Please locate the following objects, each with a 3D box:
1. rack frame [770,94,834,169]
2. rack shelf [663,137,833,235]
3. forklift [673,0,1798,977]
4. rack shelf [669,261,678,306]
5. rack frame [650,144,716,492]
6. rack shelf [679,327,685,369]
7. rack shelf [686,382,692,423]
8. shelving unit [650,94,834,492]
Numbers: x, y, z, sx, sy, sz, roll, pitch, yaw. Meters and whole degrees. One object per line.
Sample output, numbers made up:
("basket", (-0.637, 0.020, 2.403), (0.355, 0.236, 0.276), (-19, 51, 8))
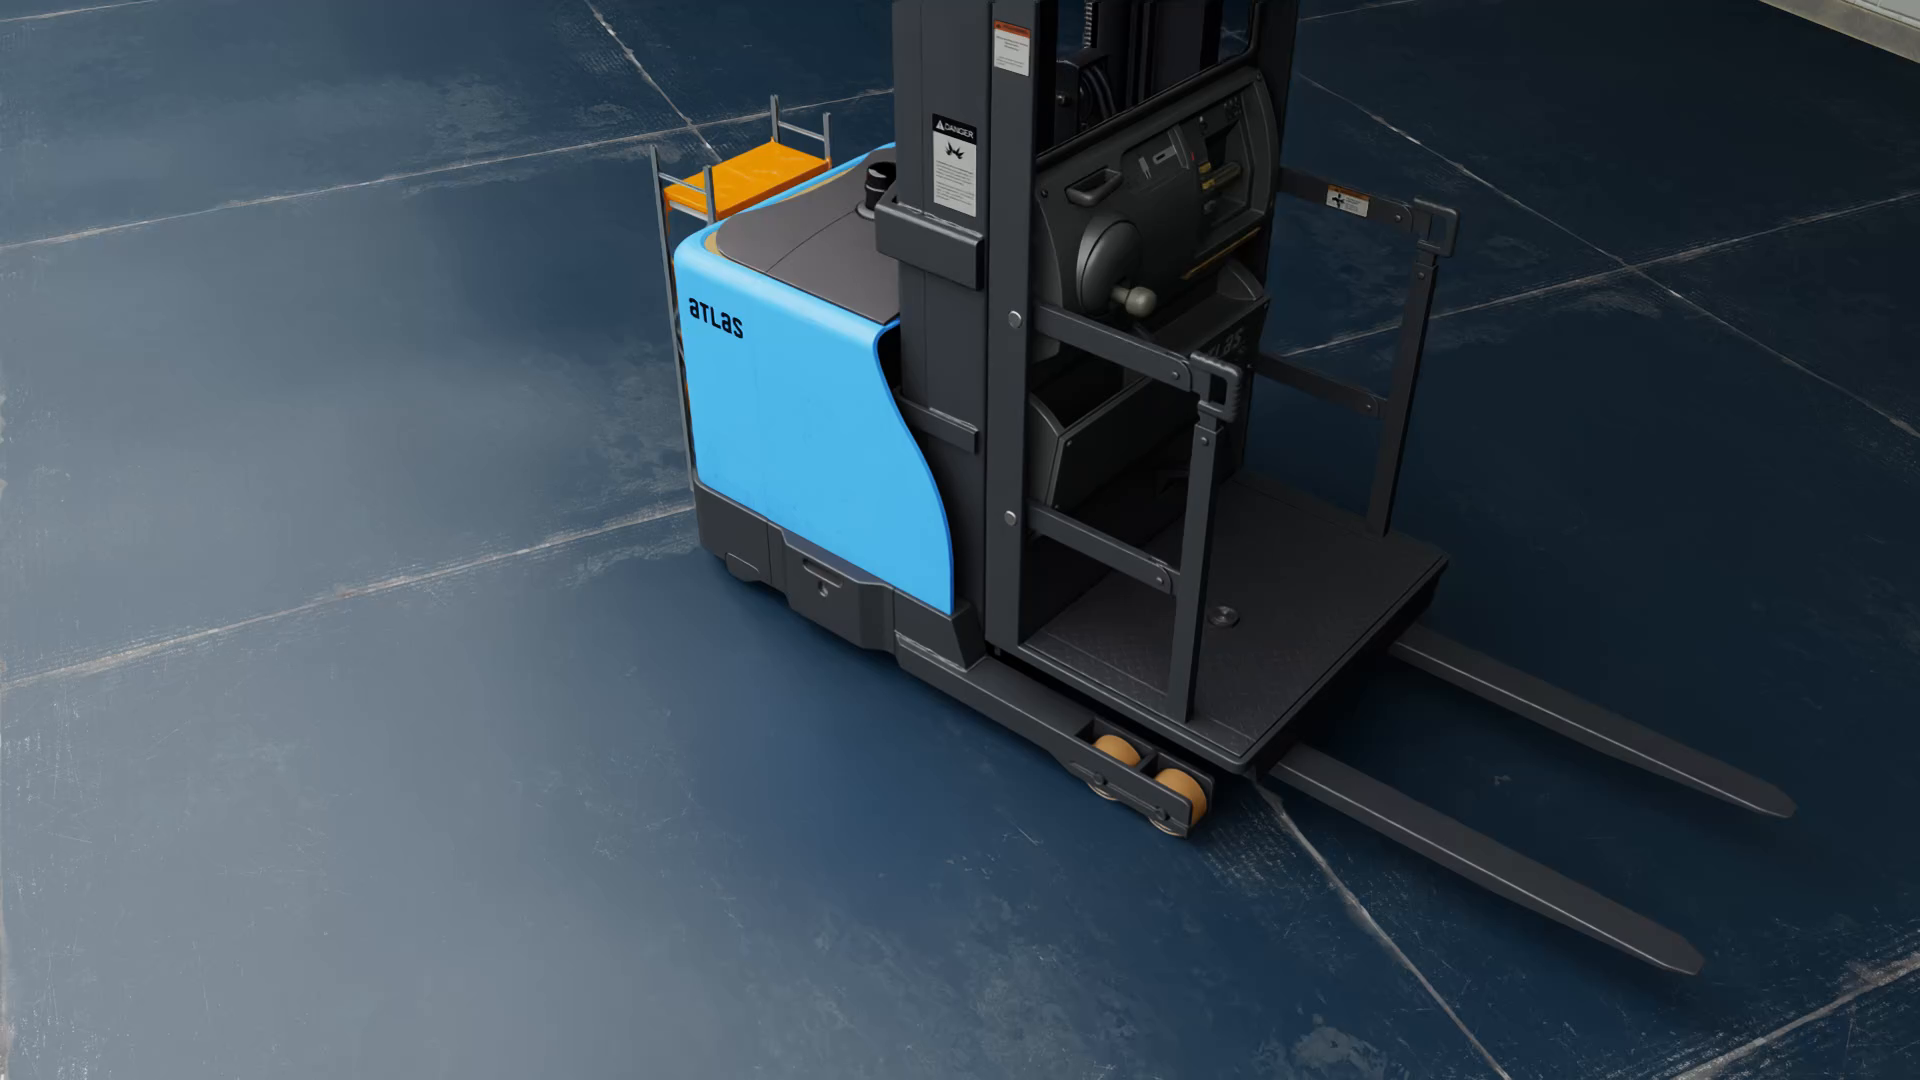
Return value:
("rack frame", (-0.480, -0.827, 5.358), (0.240, 1.200, 0.015), (26, 44, 31))
("rack shelf", (-0.635, -1.031, 4.973), (0.258, 0.148, 0.480), (26, 44, 31))
("forklift", (0.649, -0.785, 3.848), (3.031, 2.935, 1.130), (27, 44, 31))
("rack shelf", (-0.635, -0.841, 5.114), (0.258, 0.148, 0.480), (26, 44, 31))
("rack frame", (-0.790, -0.603, 5.055), (0.240, 1.200, 0.015), (26, 44, 31))
("rack shelf", (-0.635, -0.661, 5.247), (0.258, 0.148, 0.480), (26, 44, 31))
("rack shelf", (-0.635, -0.501, 5.365), (0.258, 0.148, 0.480), (26, 44, 31))
("shelving unit", (-0.635, -0.715, 5.207), (0.258, 1.200, 0.503), (26, 44, 31))
